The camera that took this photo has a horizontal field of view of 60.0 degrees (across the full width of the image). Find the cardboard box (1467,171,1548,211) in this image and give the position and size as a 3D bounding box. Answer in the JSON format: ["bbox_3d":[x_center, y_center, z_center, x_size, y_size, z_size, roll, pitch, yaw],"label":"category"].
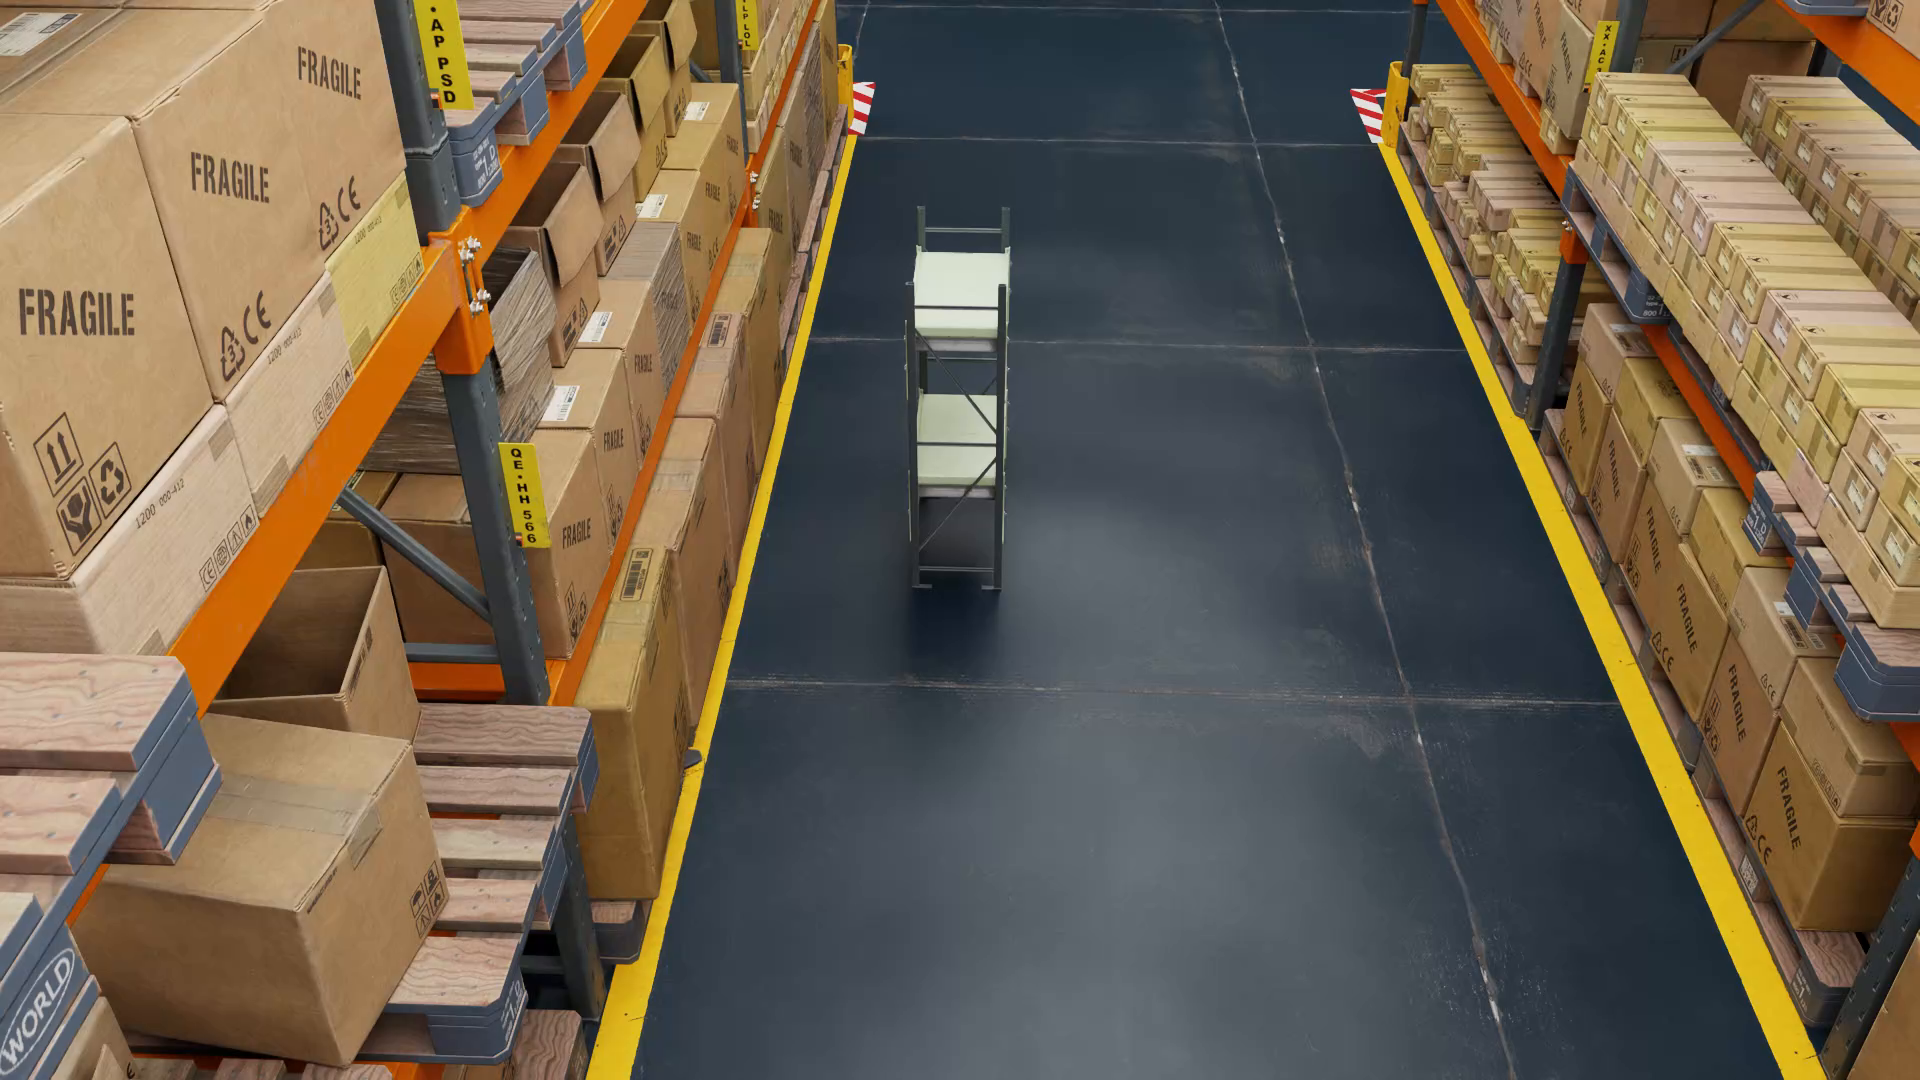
[{"bbox_3d":[3.160,-2.016,9.607,0.380,0.149,0.250,0,35,0],"label":"cardboard box"}]

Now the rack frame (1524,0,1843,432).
[{"bbox_3d":[3.426,-1.806,7.711,1.000,3.000,0.127,1,35,2],"label":"rack frame"}]

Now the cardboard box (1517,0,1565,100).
[{"bbox_3d":[3.186,-2.551,8.426,0.500,0.500,0.500,0,35,1],"label":"cardboard box"}]

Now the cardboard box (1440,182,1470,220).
[{"bbox_3d":[3.183,-2.086,10.224,0.380,0.149,0.250,0,35,0],"label":"cardboard box"}]

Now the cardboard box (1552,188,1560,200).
[{"bbox_3d":[3.795,-2.178,10.096,0.380,0.149,0.250,3,35,4],"label":"cardboard box"}]

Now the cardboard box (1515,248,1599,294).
[{"bbox_3d":[3.151,-1.413,8.748,0.380,0.149,0.250,2,35,2],"label":"cardboard box"}]

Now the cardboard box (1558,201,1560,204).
[{"bbox_3d":[3.708,-1.912,9.976,0.380,0.149,0.250,2,35,3],"label":"cardboard box"}]

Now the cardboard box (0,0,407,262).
[{"bbox_3d":[-1.455,-0.873,3.253,0.500,0.500,0.500,2,35,3],"label":"cardboard box"}]

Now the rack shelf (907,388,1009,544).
[{"bbox_3d":[0.000,-0.343,7.501,0.431,0.370,0.720,1,35,2],"label":"rack shelf"}]

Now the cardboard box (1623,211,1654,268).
[{"bbox_3d":[2.921,-1.212,6.719,0.380,0.149,0.250,2,35,2],"label":"cardboard box"}]

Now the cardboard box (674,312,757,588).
[{"bbox_3d":[-1.566,-0.399,7.192,1.225,0.875,0.875,0,35,0],"label":"cardboard box"}]

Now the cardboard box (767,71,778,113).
[{"bbox_3d":[-1.161,-2.340,8.690,0.380,0.149,0.250,2,35,3],"label":"cardboard box"}]

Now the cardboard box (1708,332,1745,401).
[{"bbox_3d":[2.883,-0.608,5.859,0.380,0.149,0.250,2,35,3],"label":"cardboard box"}]

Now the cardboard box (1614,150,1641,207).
[{"bbox_3d":[2.933,-1.484,6.847,0.380,0.149,0.250,2,35,3],"label":"cardboard box"}]

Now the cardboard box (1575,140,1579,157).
[{"bbox_3d":[3.204,-1.873,8.024,0.380,0.149,0.250,1,35,1],"label":"cardboard box"}]

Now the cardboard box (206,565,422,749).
[{"bbox_3d":[-1.668,0.418,4.094,0.500,0.500,0.500,-3,35,-4],"label":"cardboard box"}]

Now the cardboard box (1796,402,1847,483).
[{"bbox_3d":[2.848,-0.297,5.159,0.380,0.149,0.250,2,35,3],"label":"cardboard box"}]

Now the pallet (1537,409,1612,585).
[{"bbox_3d":[3.397,-0.218,7.876,1.003,0.211,1.213,1,35,2],"label":"pallet"}]

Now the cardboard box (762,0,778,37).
[{"bbox_3d":[-1.223,-2.898,8.484,0.500,0.500,0.500,1,35,2],"label":"cardboard box"}]

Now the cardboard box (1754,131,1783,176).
[{"bbox_3d":[3.598,-1.612,7.029,0.380,0.149,0.250,2,35,2],"label":"cardboard box"}]

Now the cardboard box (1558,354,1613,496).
[{"bbox_3d":[3.132,-0.536,7.713,0.500,0.500,0.500,3,35,4],"label":"cardboard box"}]

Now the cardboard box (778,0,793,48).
[{"bbox_3d":[-1.205,-2.886,9.119,0.500,0.250,0.500,2,35,3],"label":"cardboard box"}]

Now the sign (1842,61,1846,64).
[{"bbox_3d":[3.981,-2.269,7.362,0.100,0.325,0.005,1,35,2],"label":"sign"}]

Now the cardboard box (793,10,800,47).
[{"bbox_3d":[-1.120,-2.934,9.534,0.380,0.149,0.250,0,35,1],"label":"cardboard box"}]

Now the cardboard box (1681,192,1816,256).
[{"bbox_3d":[2.900,-1.160,6.127,0.380,0.149,0.250,3,35,4],"label":"cardboard box"}]

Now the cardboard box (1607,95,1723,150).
[{"bbox_3d":[2.946,-1.742,6.956,0.380,0.149,0.250,2,35,3],"label":"cardboard box"}]

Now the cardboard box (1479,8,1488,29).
[{"bbox_3d":[3.266,-3.074,9.733,0.380,0.149,0.250,1,35,1],"label":"cardboard box"}]

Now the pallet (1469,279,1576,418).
[{"bbox_3d":[3.418,-1.052,9.063,1.003,0.211,1.213,1,35,2],"label":"pallet"}]

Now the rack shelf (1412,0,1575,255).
[{"bbox_3d":[3.507,-2.661,9.553,1.077,0.370,4.000,1,35,2],"label":"rack shelf"}]

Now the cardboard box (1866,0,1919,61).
[{"bbox_3d":[3.066,-1.684,4.842,0.500,0.500,0.500,1,35,2],"label":"cardboard box"}]

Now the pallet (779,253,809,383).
[{"bbox_3d":[-1.417,-1.273,9.377,1.003,0.211,1.213,1,35,2],"label":"pallet"}]

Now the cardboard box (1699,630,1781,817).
[{"bbox_3d":[3.056,0.661,6.010,0.500,0.500,0.500,3,35,4],"label":"cardboard box"}]

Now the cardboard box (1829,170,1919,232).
[{"bbox_3d":[3.559,-1.288,6.310,0.380,0.149,0.250,0,35,0],"label":"cardboard box"}]

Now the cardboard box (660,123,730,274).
[{"bbox_3d":[-1.298,-1.460,7.132,0.500,0.500,0.500,2,35,3],"label":"cardboard box"}]

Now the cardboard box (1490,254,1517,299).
[{"bbox_3d":[3.113,-1.431,9.033,0.380,0.149,0.250,0,35,0],"label":"cardboard box"}]

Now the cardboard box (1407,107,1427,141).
[{"bbox_3d":[3.246,-2.816,11.262,0.380,0.149,0.250,2,35,3],"label":"cardboard box"}]

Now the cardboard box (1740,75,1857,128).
[{"bbox_3d":[3.605,-1.883,7.157,0.380,0.149,0.250,3,35,4],"label":"cardboard box"}]

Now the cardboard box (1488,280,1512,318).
[{"bbox_3d":[3.142,-1.345,9.169,0.380,0.149,0.250,0,35,0],"label":"cardboard box"}]

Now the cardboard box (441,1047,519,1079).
[{"bbox_3d":[-1.693,1.548,4.730,0.700,0.500,0.500,0,35,-1],"label":"cardboard box"}]

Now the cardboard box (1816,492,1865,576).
[{"bbox_3d":[2.838,-0.013,5.014,0.380,0.149,0.250,1,35,2],"label":"cardboard box"}]

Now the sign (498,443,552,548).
[{"bbox_3d":[-1.144,-0.114,4.366,0.100,0.325,0.005,1,35,2],"label":"sign"}]

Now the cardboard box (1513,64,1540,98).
[{"bbox_3d":[3.192,-2.479,8.888,0.380,0.149,0.250,0,35,0],"label":"cardboard box"}]

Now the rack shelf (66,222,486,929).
[{"bbox_3d":[-1.767,0.536,2.396,1.077,0.370,4.000,1,35,2],"label":"rack shelf"}]

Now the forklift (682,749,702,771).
[{"bbox_3d":[-2.500,-0.096,5.337,3.031,2.935,1.130,-11,37,-15],"label":"forklift"}]

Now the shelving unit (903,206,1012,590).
[{"bbox_3d":[0.000,-0.610,7.313,0.431,1.500,0.755,1,35,2],"label":"shelving unit"}]

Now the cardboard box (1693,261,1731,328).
[{"bbox_3d":[2.890,-0.882,5.991,0.380,0.149,0.250,1,35,1],"label":"cardboard box"}]

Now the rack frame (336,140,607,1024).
[{"bbox_3d":[-1.686,0.320,4.686,1.000,3.000,0.127,1,35,2],"label":"rack frame"}]

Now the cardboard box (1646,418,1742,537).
[{"bbox_3d":[3.089,-0.244,6.645,0.500,0.250,0.500,3,35,4],"label":"cardboard box"}]

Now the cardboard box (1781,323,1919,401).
[{"bbox_3d":[2.857,-0.560,5.275,0.380,0.149,0.250,2,35,3],"label":"cardboard box"}]

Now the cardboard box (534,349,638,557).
[{"bbox_3d":[-1.376,-0.290,5.468,0.500,0.500,0.500,0,35,1],"label":"cardboard box"}]

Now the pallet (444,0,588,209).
[{"bbox_3d":[-1.713,-1.201,4.406,1.213,0.211,1.003,3,35,4],"label":"pallet"}]

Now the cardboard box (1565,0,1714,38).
[{"bbox_3d":[3.175,-2.654,7.702,0.500,0.500,0.500,0,35,0],"label":"cardboard box"}]

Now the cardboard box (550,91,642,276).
[{"bbox_3d":[-1.591,-1.311,6.047,0.797,0.503,0.637,2,35,3],"label":"cardboard box"}]

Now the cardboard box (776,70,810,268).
[{"bbox_3d":[-1.383,-2.175,9.719,0.875,0.875,0.875,1,35,2],"label":"cardboard box"}]

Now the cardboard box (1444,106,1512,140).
[{"bbox_3d":[3.270,-2.612,10.455,0.380,0.149,0.250,0,35,0],"label":"cardboard box"}]

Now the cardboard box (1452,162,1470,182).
[{"bbox_3d":[3.286,-2.338,10.323,0.380,0.149,0.250,0,35,0],"label":"cardboard box"}]

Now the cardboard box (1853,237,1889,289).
[{"bbox_3d":[3.558,-1.006,6.167,0.380,0.149,0.250,1,35,2],"label":"cardboard box"}]
